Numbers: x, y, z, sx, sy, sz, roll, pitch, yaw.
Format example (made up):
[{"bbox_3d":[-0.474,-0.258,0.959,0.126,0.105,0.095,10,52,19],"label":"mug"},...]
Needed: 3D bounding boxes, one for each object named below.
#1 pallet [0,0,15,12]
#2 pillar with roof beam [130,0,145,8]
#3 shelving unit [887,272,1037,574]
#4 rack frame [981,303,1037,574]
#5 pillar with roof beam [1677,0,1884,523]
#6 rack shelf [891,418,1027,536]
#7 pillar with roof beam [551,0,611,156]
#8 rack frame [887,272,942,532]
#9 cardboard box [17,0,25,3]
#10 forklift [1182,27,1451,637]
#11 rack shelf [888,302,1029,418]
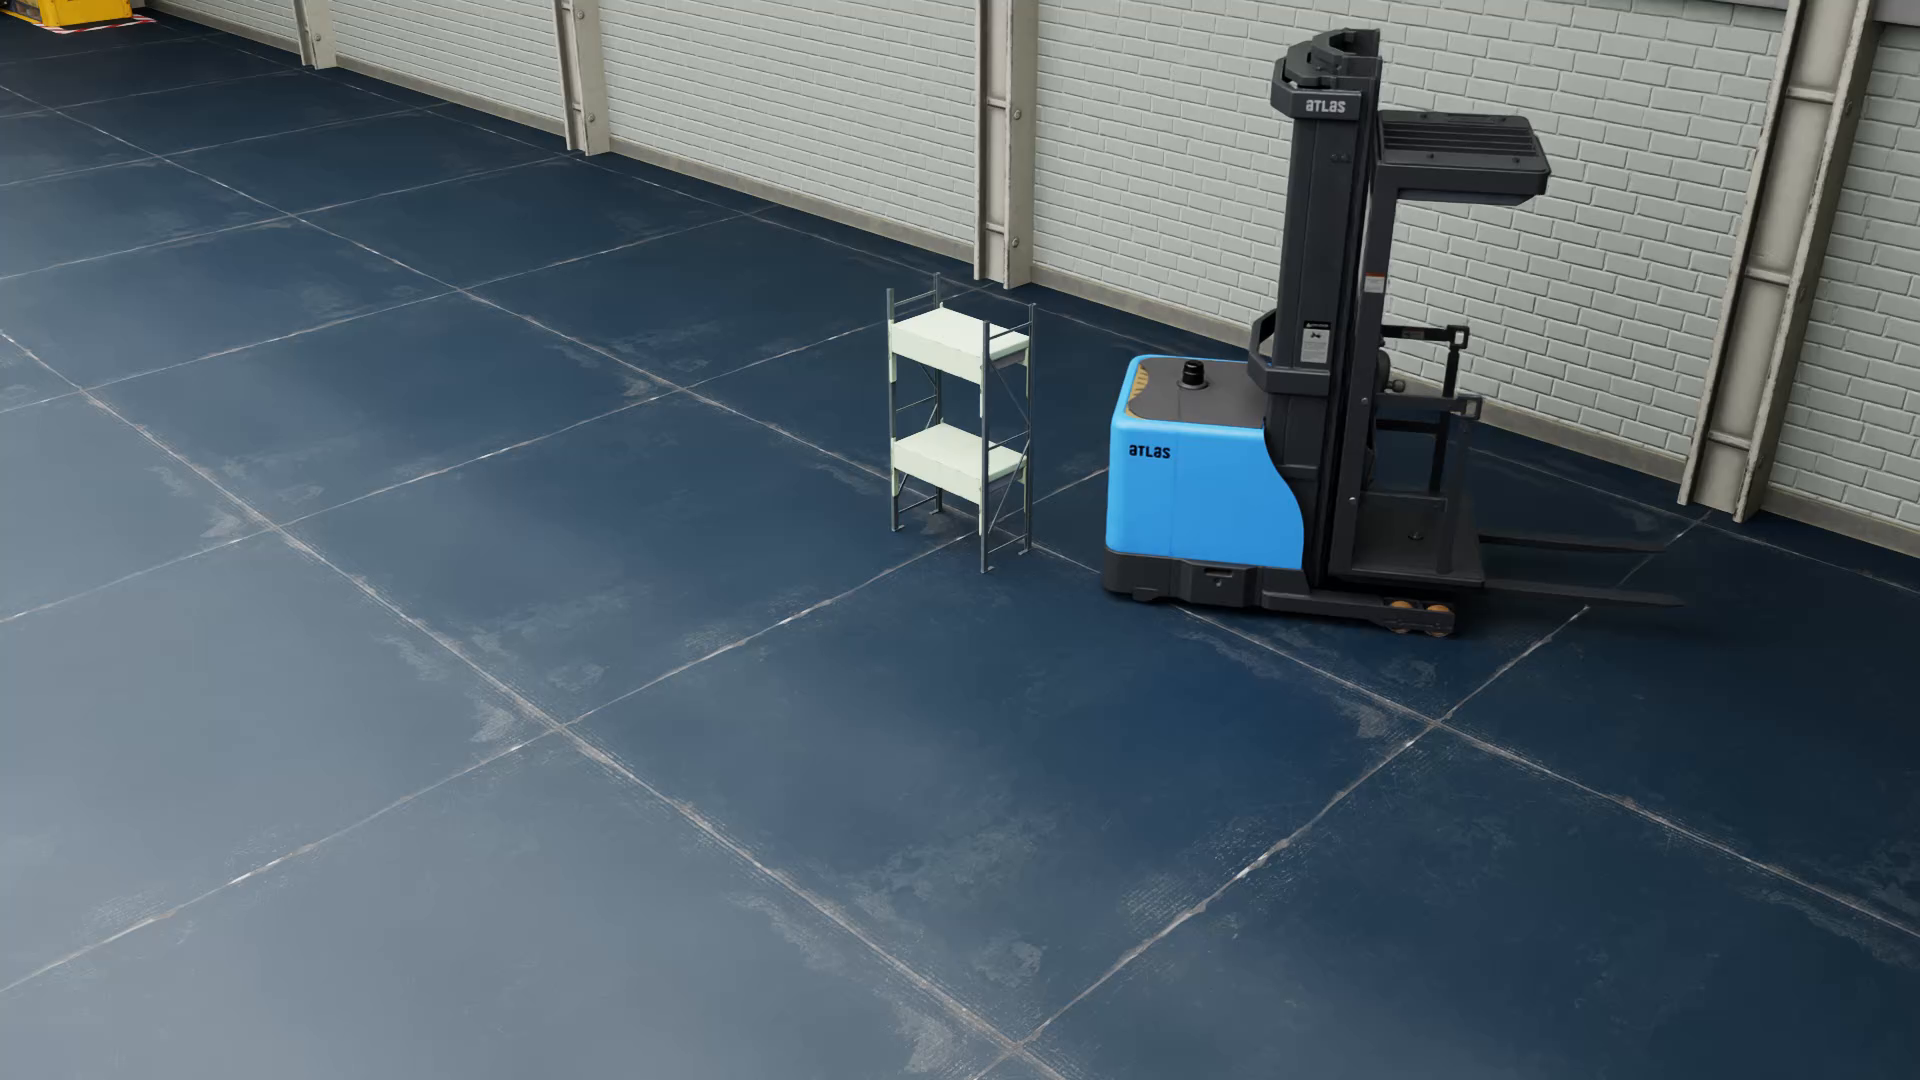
[{"bbox_3d":[-14.051,-8.247,25.207,1.213,0.211,1.003,25,36,38],"label":"pallet"},{"bbox_3d":[-15.493,-10.600,20.241,0.400,9.000,9.100,25,36,38],"label":"pillar with roof beam"},{"bbox_3d":[0.005,-0.662,9.397,0.755,1.500,0.431,25,36,38],"label":"shelving unit"},{"bbox_3d":[0.266,-0.542,9.170,0.023,1.500,0.400,25,36,38],"label":"rack frame"},{"bbox_3d":[1.621,-2.770,5.348,0.400,9.000,9.100,25,36,38],"label":"pillar with roof beam"},{"bbox_3d":[0.005,-0.373,9.549,0.720,0.370,0.431,25,36,38],"label":"rack shelf"},{"bbox_3d":[-6.936,-6.685,12.794,0.400,9.000,9.100,25,36,38],"label":"pillar with roof beam"},{"bbox_3d":[-0.256,-0.781,9.624,0.023,1.500,0.400,25,36,38],"label":"rack frame"},{"bbox_3d":[-15.544,-10.533,25.732,1.068,3.350,6.811,-25,37,-39],"label":"cardboard box"},{"bbox_3d":[2.348,-1.054,8.606,3.031,2.935,1.121,5,28,10],"label":"forklift"},{"bbox_3d":[0.005,-1.007,9.215,0.720,0.370,0.431,25,36,38],"label":"rack shelf"}]
